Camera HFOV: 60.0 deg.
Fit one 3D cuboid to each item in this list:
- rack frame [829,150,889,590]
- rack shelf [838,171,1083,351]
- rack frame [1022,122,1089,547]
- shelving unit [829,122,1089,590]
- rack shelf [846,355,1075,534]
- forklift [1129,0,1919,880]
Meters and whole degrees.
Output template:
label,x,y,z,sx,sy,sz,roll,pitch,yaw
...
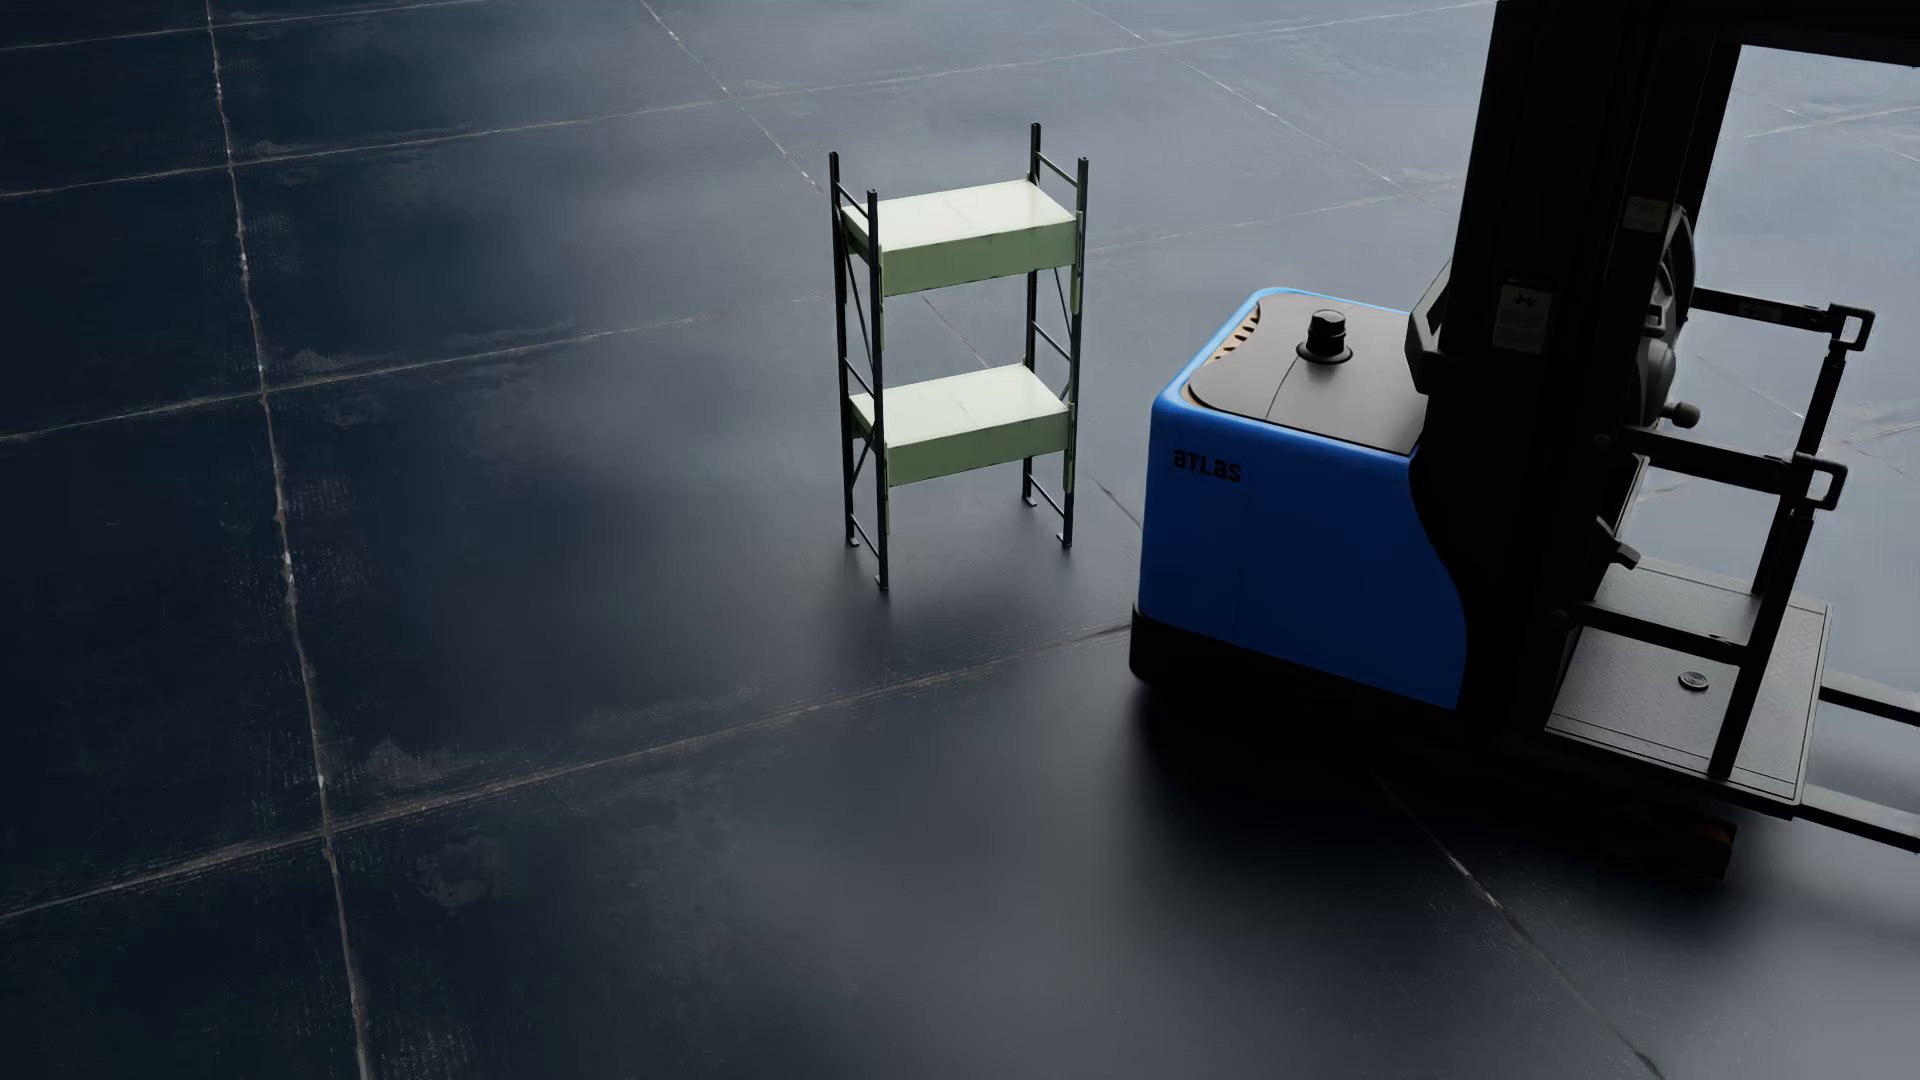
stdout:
label,x,y,z,sx,sy,sz,roll,pitch,yaw
rack frame,-0.344,-0.550,5.720,0.023,1.500,0.400,-13,35,-19
rack shelf,-0.006,-0.954,5.626,0.720,0.370,0.431,-13,35,-19
rack frame,0.331,-0.704,5.958,0.023,1.500,0.400,-13,35,-19
shelving unit,-0.006,-0.627,5.839,0.755,1.500,0.431,-13,35,-19
rack shelf,-0.006,-0.354,6.017,0.720,0.370,0.431,-13,35,-19
forklift,2.102,-0.590,4.470,3.031,2.935,1.130,16,36,23
